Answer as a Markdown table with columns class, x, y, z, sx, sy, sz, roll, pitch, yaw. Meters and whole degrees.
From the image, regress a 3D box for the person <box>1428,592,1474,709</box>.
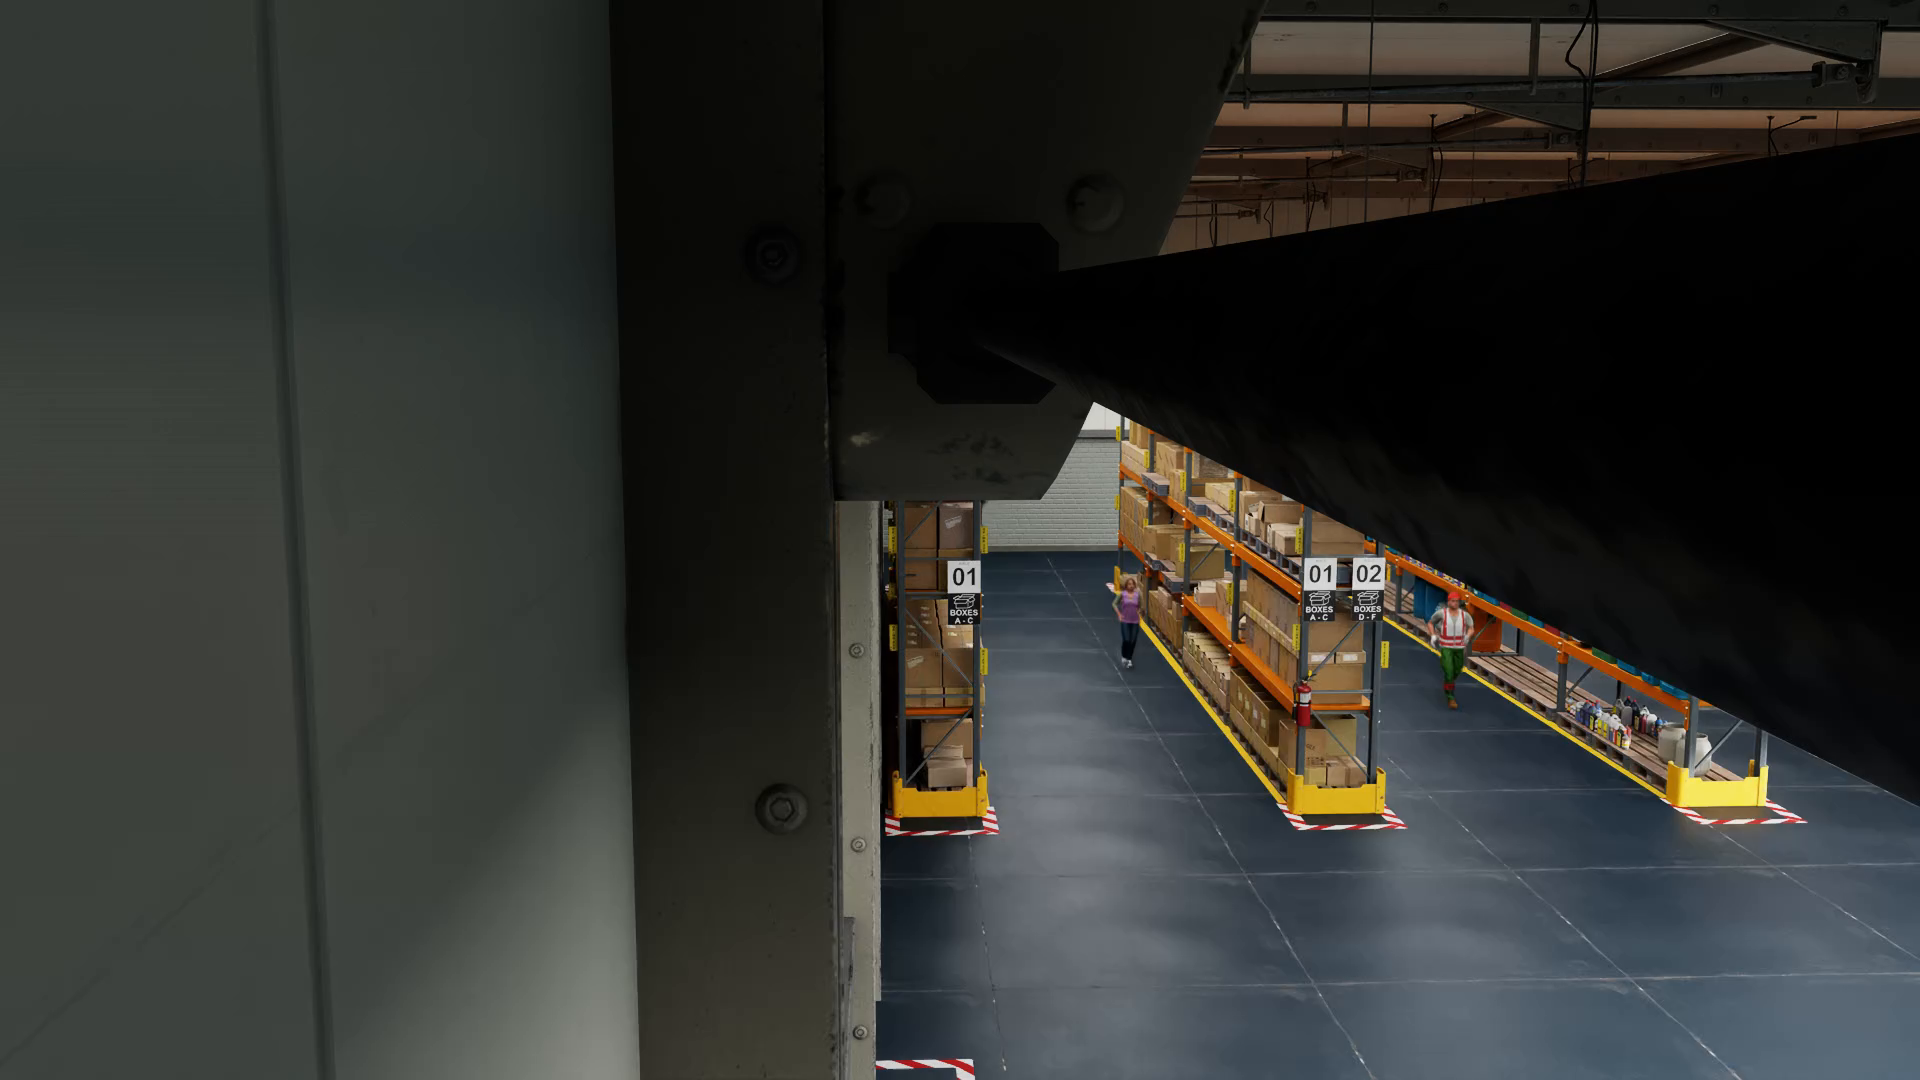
| class | x | y | z | sx | sy | sz | roll | pitch | yaw |
| --- | --- | --- | --- | --- | --- | --- | --- | --- | --- |
| person | 7.709 | 1.684 | 26.091 | 0.678 | 1.770 | 0.975 | 0 | 8 | 2 |

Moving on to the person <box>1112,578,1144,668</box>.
| class | x | y | z | sx | sy | sz | roll | pitch | yaw |
| --- | --- | --- | --- | --- | --- | --- | --- | --- | --- |
| person | 2.917 | 1.440 | 28.618 | 0.522 | 1.556 | 0.592 | -1 | 8 | -6 |
